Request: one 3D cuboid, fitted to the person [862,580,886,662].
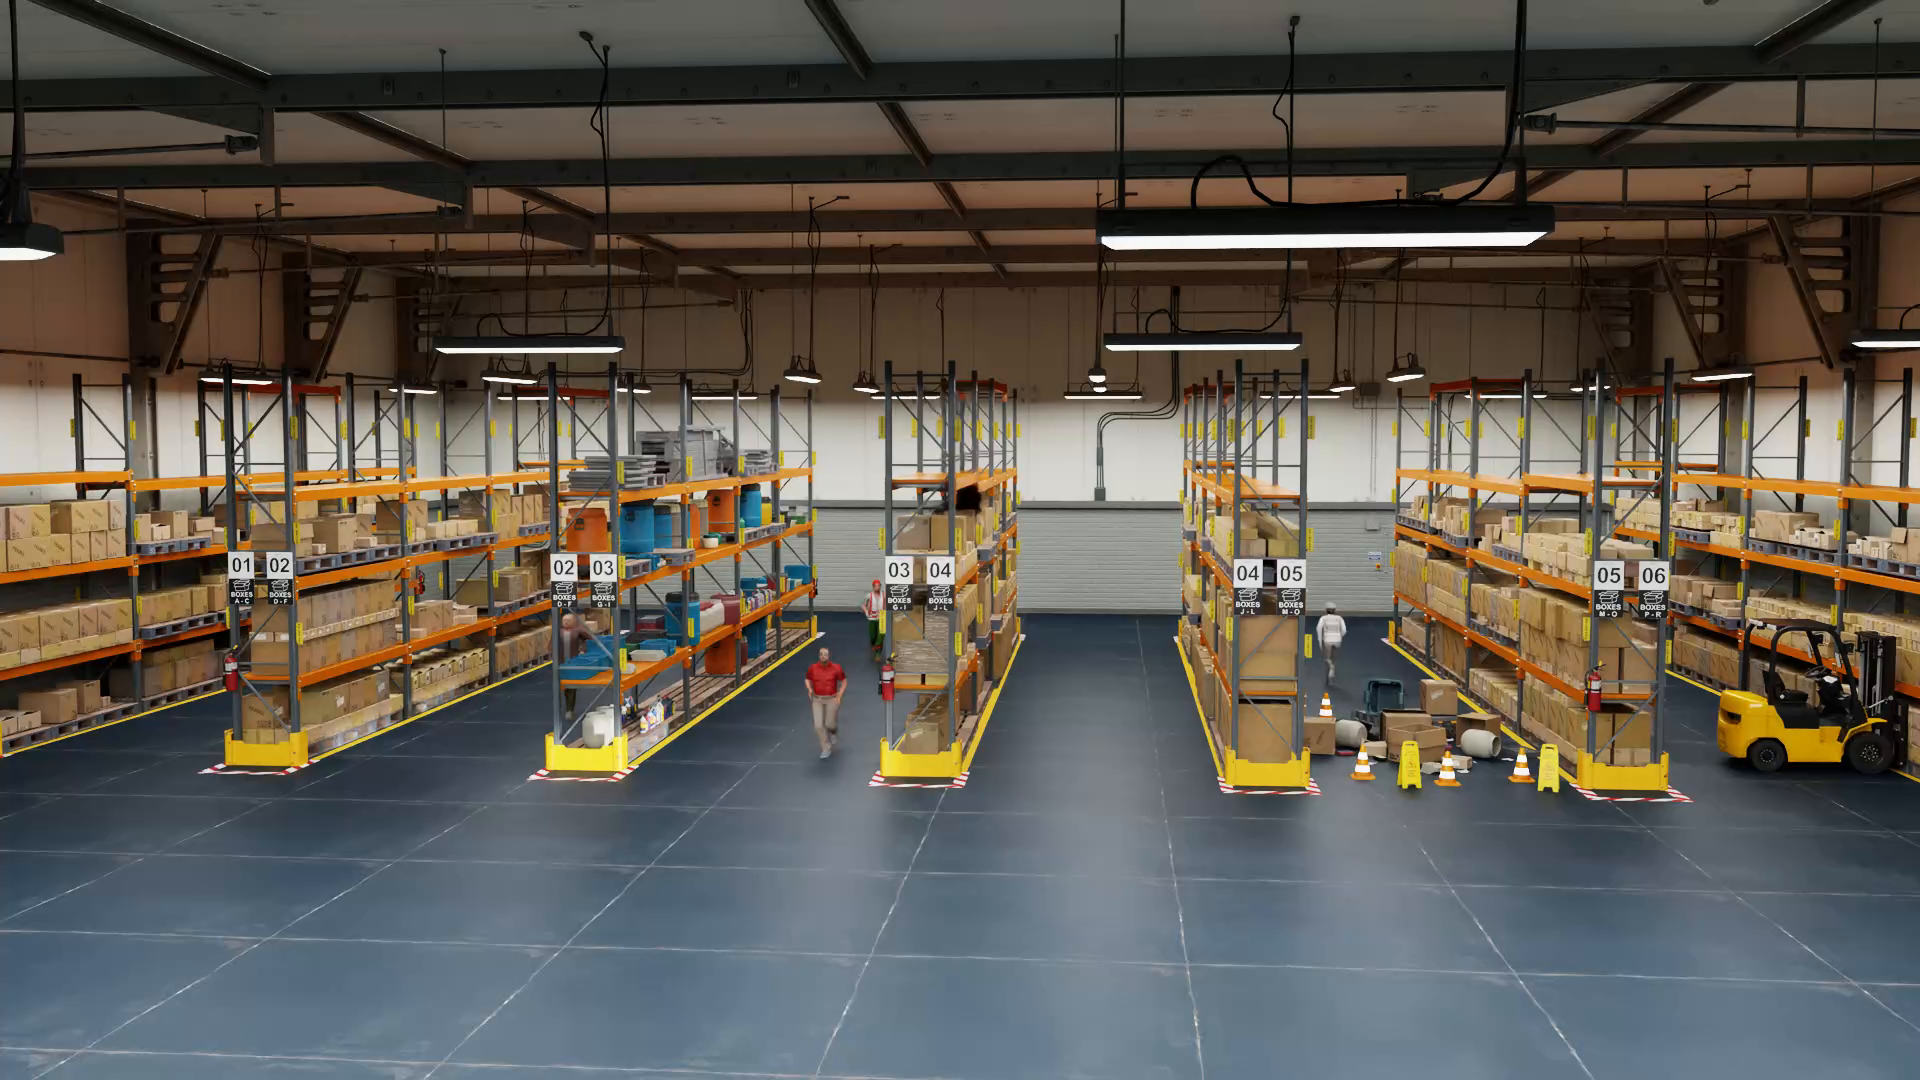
[{"bbox_3d":[-1.804,1.743,36.236,0.657,1.771,0.863,0,4,-7],"label":"person"}]

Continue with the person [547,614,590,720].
[{"bbox_3d":[-6.832,2.177,28.968,0.709,1.771,1.034,0,4,-2],"label":"person"}]

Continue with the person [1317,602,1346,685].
[{"bbox_3d":[7.284,2.054,32.641,0.602,1.634,0.697,0,4,4],"label":"person"}]

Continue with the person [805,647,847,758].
[{"bbox_3d":[-2.080,2.489,25.624,0.658,1.693,0.622,1,4,9],"label":"person"}]
